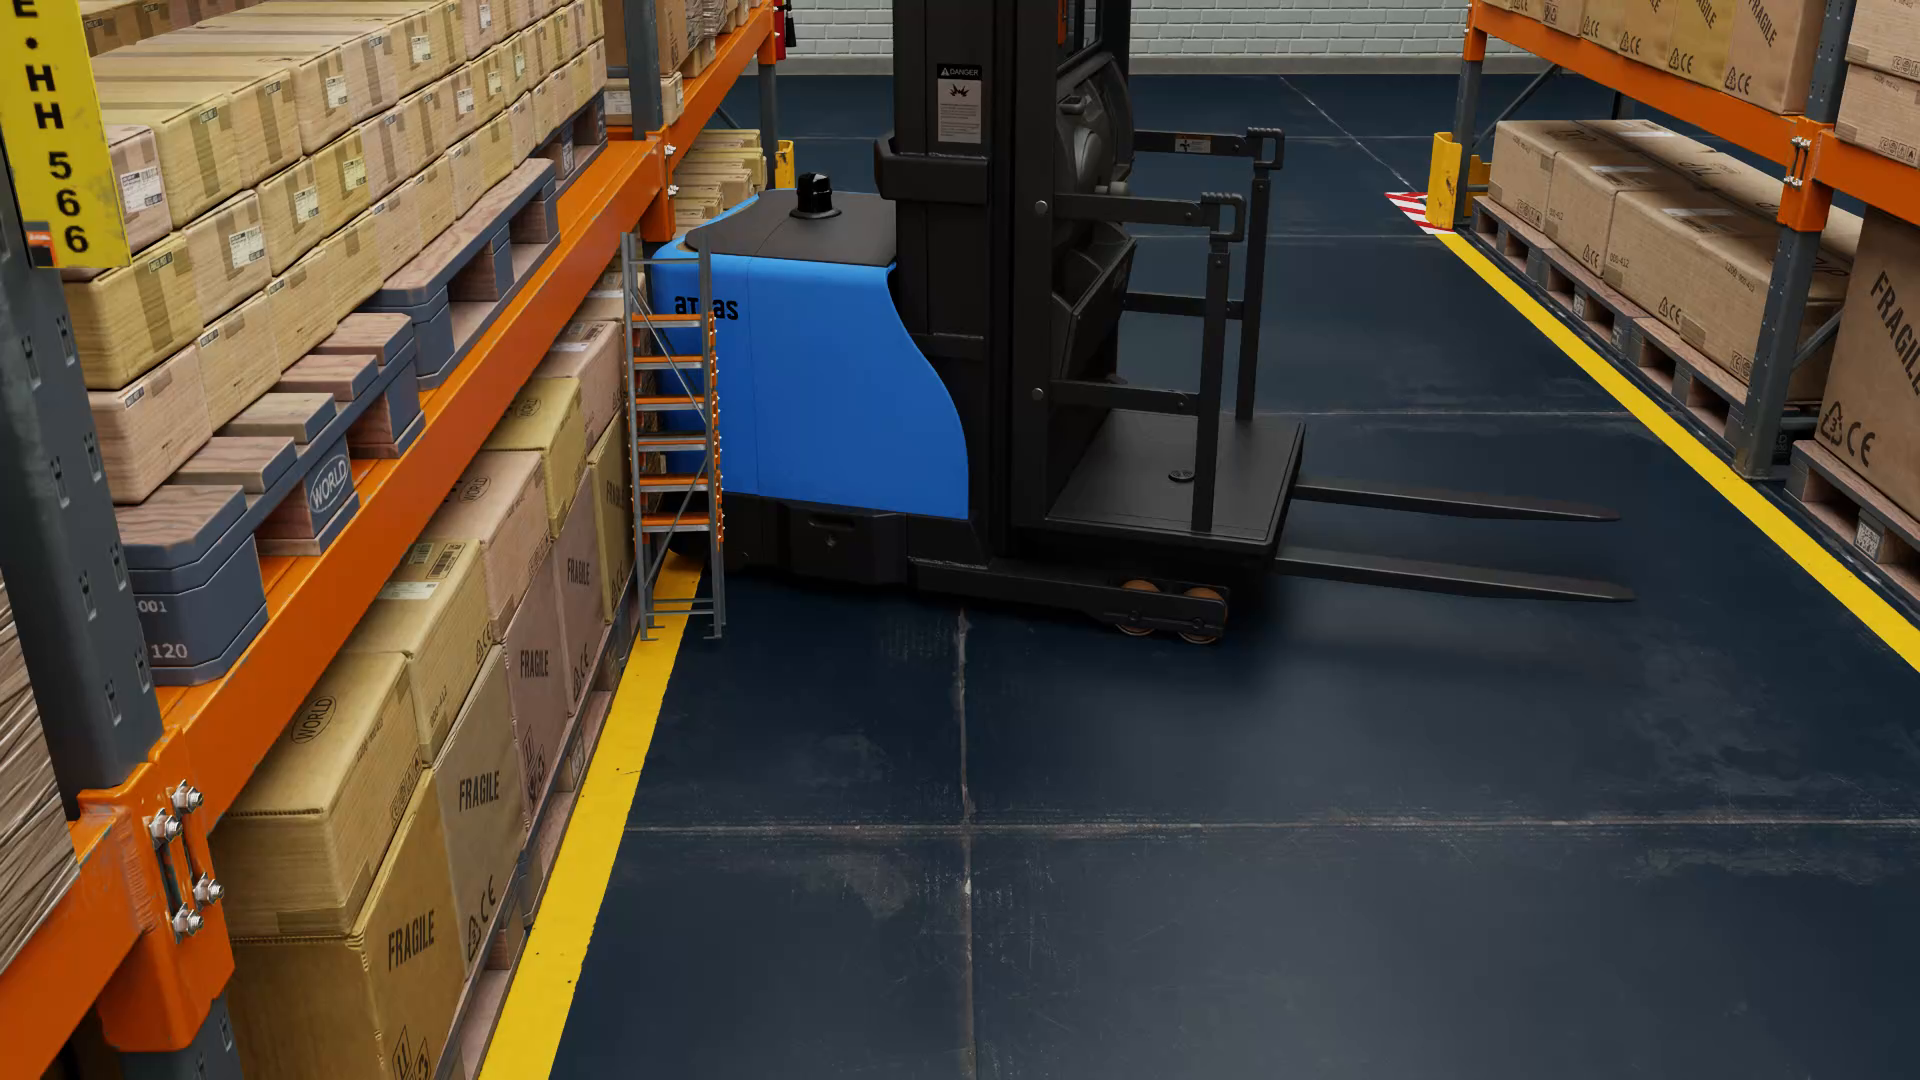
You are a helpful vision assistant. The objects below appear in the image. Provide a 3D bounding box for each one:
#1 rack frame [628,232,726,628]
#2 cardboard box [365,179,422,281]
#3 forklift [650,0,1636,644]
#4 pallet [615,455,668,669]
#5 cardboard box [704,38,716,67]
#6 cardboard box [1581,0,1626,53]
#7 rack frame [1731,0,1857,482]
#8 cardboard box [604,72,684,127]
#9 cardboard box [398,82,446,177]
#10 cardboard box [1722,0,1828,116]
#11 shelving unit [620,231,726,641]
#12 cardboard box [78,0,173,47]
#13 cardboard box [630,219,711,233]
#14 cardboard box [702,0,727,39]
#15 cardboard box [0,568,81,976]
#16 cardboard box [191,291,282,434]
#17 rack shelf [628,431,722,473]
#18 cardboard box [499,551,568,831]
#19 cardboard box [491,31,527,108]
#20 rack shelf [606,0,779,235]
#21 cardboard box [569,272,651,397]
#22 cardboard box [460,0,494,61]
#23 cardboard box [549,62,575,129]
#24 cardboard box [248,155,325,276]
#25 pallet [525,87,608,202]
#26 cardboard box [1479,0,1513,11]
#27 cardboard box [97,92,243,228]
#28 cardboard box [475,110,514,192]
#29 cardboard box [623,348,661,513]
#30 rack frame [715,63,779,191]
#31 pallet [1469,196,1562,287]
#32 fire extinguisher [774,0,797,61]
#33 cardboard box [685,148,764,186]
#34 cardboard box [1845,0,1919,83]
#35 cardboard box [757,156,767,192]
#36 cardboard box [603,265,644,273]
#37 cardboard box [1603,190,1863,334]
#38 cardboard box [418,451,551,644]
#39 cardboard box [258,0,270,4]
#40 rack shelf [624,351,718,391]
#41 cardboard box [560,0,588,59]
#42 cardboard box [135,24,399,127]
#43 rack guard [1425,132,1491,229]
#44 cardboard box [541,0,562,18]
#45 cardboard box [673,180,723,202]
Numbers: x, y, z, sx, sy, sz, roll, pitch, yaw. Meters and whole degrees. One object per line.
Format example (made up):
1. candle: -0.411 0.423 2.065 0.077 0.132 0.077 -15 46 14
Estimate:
1. rack frame: -0.857 -0.323 5.055 0.240 1.200 0.006 -2 9 -4
2. cardboard box: -1.283 -0.605 3.242 0.380 0.149 0.250 1 24 1
3. forklift: 0.600 -1.264 4.988 3.031 2.935 1.130 7 25 15
4. pallet: -1.498 0.043 5.399 1.003 0.211 1.213 0 24 -1
5. cardboard box: -1.247 -2.094 7.046 0.380 0.149 0.250 1 24 2
6. cardboard box: 3.158 -2.483 7.478 0.500 0.500 0.500 1 24 1
7. rack frame: 3.441 -1.612 5.675 1.000 3.000 0.127 0 24 -1
8. cardboard box: -1.184 -1.552 5.846 0.380 0.149 0.250 1 24 1
9. cardboard box: -1.284 -0.843 3.409 0.380 0.149 0.250 0 24 -1
10. cardboard box: 3.180 -1.848 6.074 0.500 0.500 0.500 0 24 0
11. shelving unit: -0.851 -0.309 4.965 0.258 1.200 0.189 -2 9 -4
12. cardboard box: -1.942 -1.088 3.589 0.380 0.149 0.250 0 24 1
13. cardboard box: -1.247 -1.285 7.179 0.380 0.149 0.250 0 24 1
14. cardboard box: -1.243 -2.346 6.815 0.500 0.500 0.500 -1 24 -2
15. cardboard box: -1.191 0.239 1.461 0.500 0.500 0.500 0 24 -1
16. cardboard box: -1.270 -0.273 2.508 0.380 0.149 0.250 1 24 2
17. rack shelf: -0.850 -0.265 4.972 0.258 0.103 0.180 -2 9 -4
18. cardboard box: -1.236 0.336 3.890 0.500 0.500 0.500 -1 24 -2
19. cardboard box: -1.293 -1.167 4.124 0.380 0.149 0.250 -1 24 -3
20. rack shelf: -1.530 -2.045 7.504 1.077 0.370 4.000 0 24 -1
21. cardboard box: -1.247 -0.637 5.131 0.500 0.250 0.500 -1 24 -2
22. cardboard box: -1.295 -1.195 3.825 0.380 0.149 0.250 -1 24 -3
23. cardboard box: -1.301 -1.253 4.675 0.380 0.149 0.250 0 24 -1
24. cardboard box: -1.280 -0.534 2.725 0.380 0.149 0.250 -1 24 -2
25. pallet: -1.645 -1.145 4.875 1.003 0.211 1.213 0 24 -1
26. cardboard box: 3.115 -3.107 8.858 0.500 0.500 0.500 0 24 -1
27. cardboard box: -1.281 -0.550 2.399 0.380 0.149 0.250 -1 24 -2
28. cardboard box: -1.288 -0.926 3.952 0.380 0.149 0.250 1 24 2
29. cardboard box: -1.248 -0.297 5.290 0.500 0.500 0.500 -1 24 -2
30. rack frame: -1.551 -3.197 9.178 1.000 3.000 0.127 0 24 -1
31. pallet: 3.484 -1.661 9.166 1.003 0.211 1.213 0 24 -1
32. fire extinguisher: -1.093 -3.097 9.505 0.296 0.674 0.183 0 24 -1
33. cardboard box: -1.217 -1.933 8.612 0.380 0.149 0.250 -1 24 -2
34. cardboard box: 3.164 -1.589 5.199 0.500 0.250 0.500 -1 24 -2
35. cardboard box: -1.260 -2.008 9.139 0.380 0.149 0.250 -1 24 -2
36. cardboard box: -1.248 -0.968 6.479 0.380 0.149 0.250 1 24 2
37. cardboard box: 3.531 -1.264 7.505 0.875 0.438 0.875 -1 24 -2
38. cardboard box: -1.228 0.008 3.707 0.500 0.250 0.500 0 24 0
39. cardboard box: -1.954 -1.408 4.297 0.380 0.149 0.250 -1 24 -1
40. rack shelf: -0.854 -0.502 4.934 0.258 0.103 0.180 -2 9 -4
41. cardboard box: -1.302 -1.489 4.837 0.380 0.149 0.250 0 24 0
42. cardboard box: -1.286 -0.872 3.111 0.380 0.149 0.250 1 24 2
43. rack guard: 3.397 -2.131 9.856 1.175 0.500 0.348 0 24 -1
44. cardboard box: -1.304 -1.515 4.532 0.380 0.149 0.250 -1 24 -2
45. cardboard box: -1.327 -1.607 7.890 0.380 0.149 0.250 -1 24 -2
